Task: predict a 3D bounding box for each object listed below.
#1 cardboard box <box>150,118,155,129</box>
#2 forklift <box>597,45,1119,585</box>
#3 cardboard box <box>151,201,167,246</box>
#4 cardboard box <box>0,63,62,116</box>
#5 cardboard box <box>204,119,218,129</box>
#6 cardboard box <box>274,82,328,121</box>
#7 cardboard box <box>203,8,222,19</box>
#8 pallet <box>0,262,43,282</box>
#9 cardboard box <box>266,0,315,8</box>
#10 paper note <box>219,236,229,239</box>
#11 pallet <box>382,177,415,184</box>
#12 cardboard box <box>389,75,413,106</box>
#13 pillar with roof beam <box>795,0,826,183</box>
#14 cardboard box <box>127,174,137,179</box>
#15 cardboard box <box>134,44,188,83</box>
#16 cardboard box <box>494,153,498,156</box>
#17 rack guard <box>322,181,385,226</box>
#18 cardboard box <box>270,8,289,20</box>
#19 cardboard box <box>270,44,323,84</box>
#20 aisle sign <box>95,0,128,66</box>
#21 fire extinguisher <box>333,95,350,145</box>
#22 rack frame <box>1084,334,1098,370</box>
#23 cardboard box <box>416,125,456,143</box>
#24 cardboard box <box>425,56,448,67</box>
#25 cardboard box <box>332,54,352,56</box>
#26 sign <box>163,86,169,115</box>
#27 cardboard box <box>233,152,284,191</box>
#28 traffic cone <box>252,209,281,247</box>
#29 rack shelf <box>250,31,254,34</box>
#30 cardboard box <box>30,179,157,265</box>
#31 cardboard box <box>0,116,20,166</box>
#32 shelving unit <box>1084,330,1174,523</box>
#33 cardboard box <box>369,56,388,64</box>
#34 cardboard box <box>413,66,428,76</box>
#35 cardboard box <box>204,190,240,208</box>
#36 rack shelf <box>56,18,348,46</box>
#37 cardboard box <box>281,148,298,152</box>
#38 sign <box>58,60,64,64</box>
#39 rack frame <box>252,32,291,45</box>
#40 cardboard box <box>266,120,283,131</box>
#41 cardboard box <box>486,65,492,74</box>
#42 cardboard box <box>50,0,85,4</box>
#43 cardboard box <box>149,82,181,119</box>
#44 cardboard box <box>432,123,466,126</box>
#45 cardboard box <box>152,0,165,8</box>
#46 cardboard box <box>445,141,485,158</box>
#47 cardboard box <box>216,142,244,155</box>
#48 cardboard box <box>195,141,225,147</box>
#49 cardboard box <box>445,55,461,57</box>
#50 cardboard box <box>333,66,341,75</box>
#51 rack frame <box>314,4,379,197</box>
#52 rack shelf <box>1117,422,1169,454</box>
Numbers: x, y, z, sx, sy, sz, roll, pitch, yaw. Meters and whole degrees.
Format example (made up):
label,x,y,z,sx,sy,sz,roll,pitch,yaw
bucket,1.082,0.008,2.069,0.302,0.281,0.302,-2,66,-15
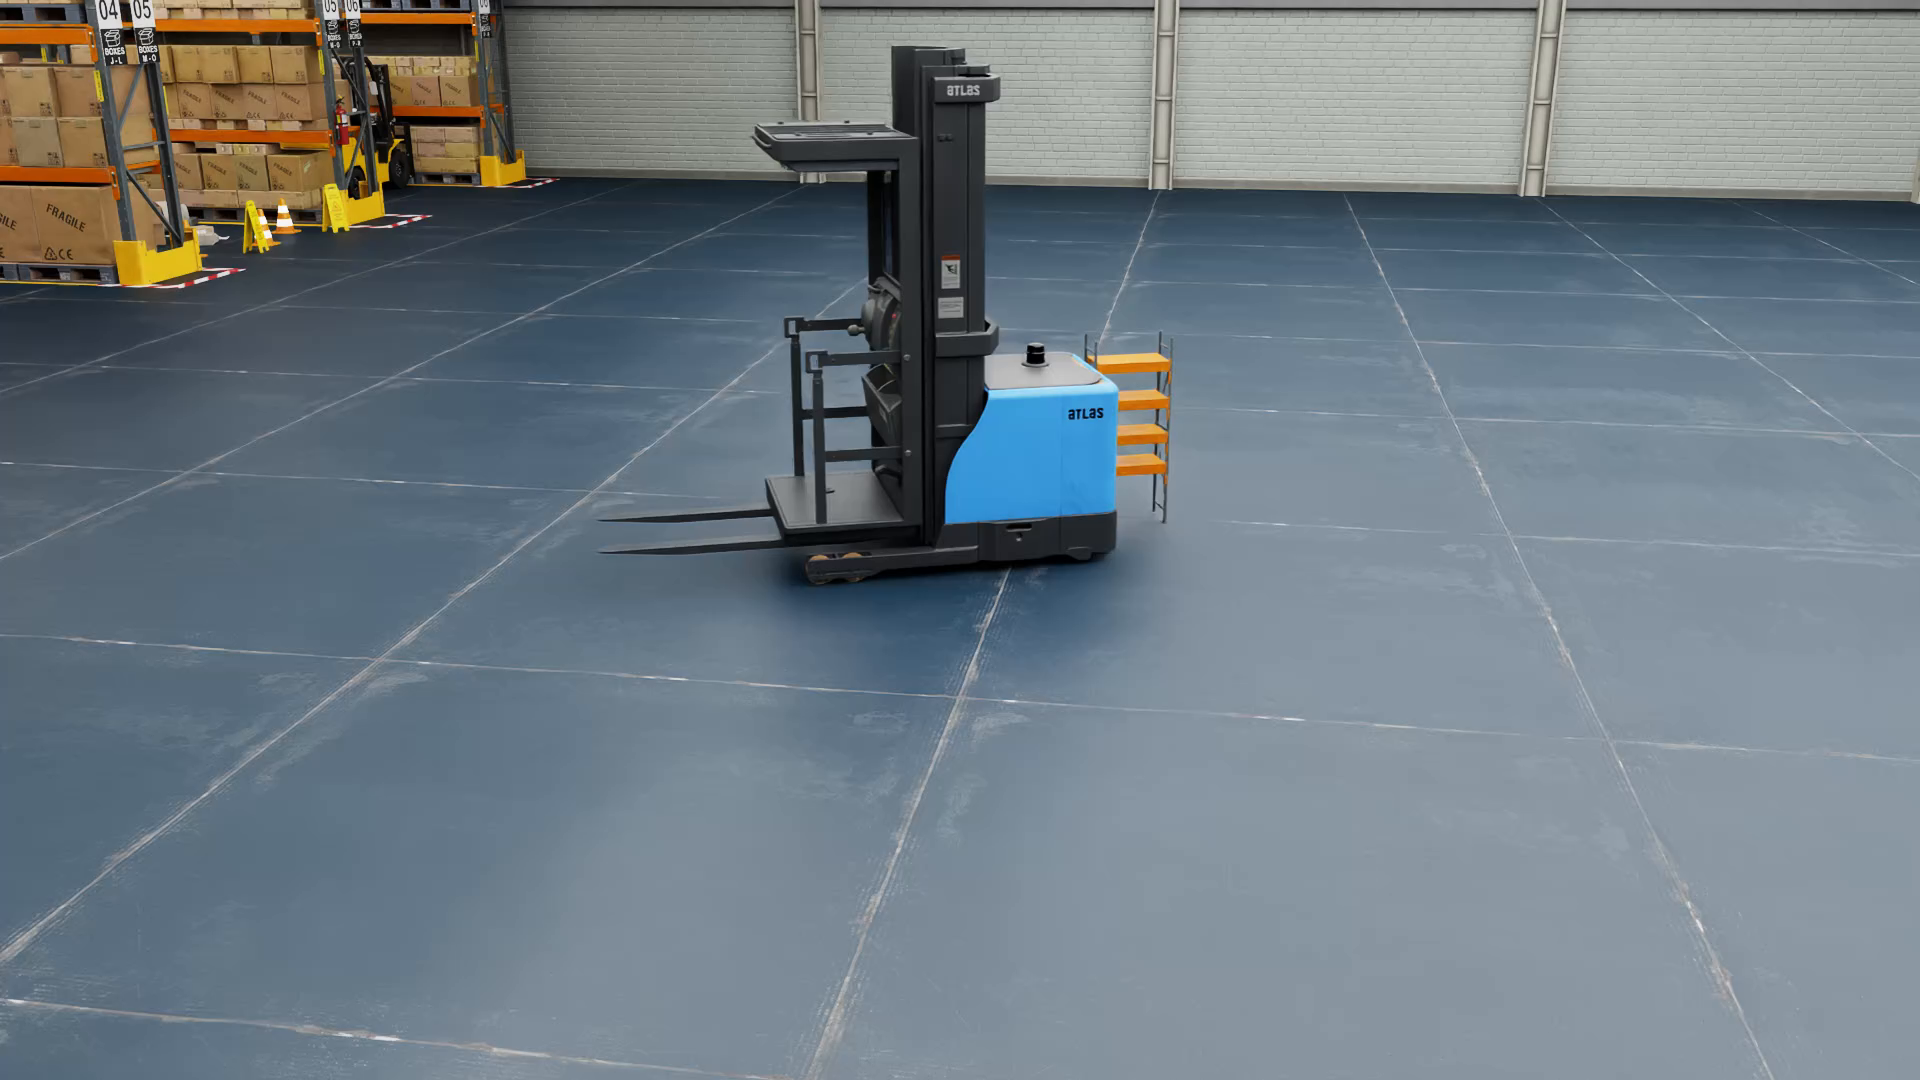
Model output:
label,x,y,z,sx,sy,sz,roll,pitch,yaw
cardboard box,-11.638,-6.013,23.941,0.250,0.149,0.380,3,19,10
forklift,-0.637,-1.318,9.622,3.031,2.935,1.130,-4,19,-12
cardboard box,-10.848,-4.182,22.008,0.637,0.503,0.797,-11,21,-29
cardboard box,-10.847,-5.198,19.173,0.550,0.550,0.875,3,19,9
cardboard box,-10.622,-5.986,23.862,0.250,0.149,0.380,3,19,9
cardboard box,-9.292,-6.200,23.479,0.500,0.500,0.500,3,19,8
cardboard box,-10.369,-7.377,23.293,0.250,0.149,0.380,2,19,7
pallet,-11.401,-3.270,19.743,1.213,0.211,1.003,3,19,9
cardboard box,-9.260,-7.504,23.044,0.500,0.250,0.500,3,19,8
paper note,-9.961,-4.086,22.468,0.142,0.019,0.148,-3,19,-10
pallet,-9.892,-6.391,29.070,1.213,0.211,1.003,3,19,9
cardboard box,-9.473,-7.670,28.342,0.500,0.500,0.500,3,19,8
pillar with roof beam,-3.232,-9.137,23.430,0.400,9.000,9.100,3,19,9
cardboard box,-12.122,-5.408,24.229,0.500,0.500,0.500,4,19,11
cardboard box,-11.269,-6.778,23.631,0.500,0.500,0.700,3,19,7
cardboard box,-8.383,-6.607,28.993,0.500,0.250,0.500,3,19,9
rack guard,-8.787,-4.889,24.126,0.348,0.500,1.175,3,19,9
cardboard box,-9.360,-7.306,23.081,0.250,0.149,0.380,3,19,9
cardboard box,-9.251,-6.690,23.369,0.500,0.500,0.700,2,19,7
aisle sign,-9.375,-5.650,18.364,0.004,0.787,0.394,3,19,9
fire extinguisher,-8.673,-5.884,23.282,0.183,0.674,0.296,3,19,9
rack frame,0.809,-0.680,10.444,0.015,1.200,0.240,-4,19,-12
cardboard box,-8.938,-6.944,28.426,0.500,0.250,0.500,3,19,10
cardboard box,-8.827,-8.081,28.079,0.250,0.149,0.380,3,19,10
cardboard box,-10.753,-8.374,28.954,0.250,0.149,0.380,3,19,8
sign,-9.304,-5.136,19.437,0.005,0.325,0.100,3,19,9
cardboard box,-10.061,-5.305,23.921,0.500,0.500,0.500,4,19,11
traffic cone,-9.182,-4.120,21.887,0.334,0.463,0.336,3,19,9
rack shelf,-13.853,-9.009,28.907,4.000,0.370,1.077,3,19,9
cardboard box,-10.078,-3.719,19.379,0.875,0.875,0.875,3,19,9
cardboard box,-10.851,-4.678,19.322,0.550,0.550,0.875,3,19,9
shelving unit,1.047,-0.696,10.494,0.503,1.200,0.258,-4,19,-12
cardboard box,-9.831,-8.149,28.282,0.250,0.149,0.380,3,19,9
cardboard box,-9.062,-7.962,28.192,0.250,0.149,0.380,3,19,8
cardboard box,-10.581,-4.975,24.116,0.500,0.250,0.500,2,19,7
rack shelf,-10.687,-7.252,23.657,4.000,0.370,1.077,3,19,9
cardboard box,-10.005,-5.474,24.427,0.500,0.500,0.500,2,19,7
sign,-12.746,-6.647,23.616,0.005,0.325,0.100,3,19,9
rack frame,-11.878,-7.827,28.968,0.127,3.000,1.000,3,19,9
cardboard box,-9.633,-5.901,23.607,0.250,0.149,0.380,3,19,8
cardboard box,-8.223,-8.079,28.542,0.250,0.149,0.380,2,19,7
cardboard box,-9.780,-5.975,18.282,0.250,0.149,0.380,3,19,9
cardboard box,-11.279,-6.303,23.788,0.500,0.500,0.500,3,19,8
cardboard box,-8.867,-7.102,28.899,0.500,0.250,0.500,3,19,9
cardboard box,-11.268,-7.604,23.342,0.500,0.250,0.500,3,19,9
cardboard box,-8.459,-6.684,28.437,0.500,0.250,0.500,3,19,8
cardboard box,-10.426,-5.612,23.817,0.250,0.149,0.380,4,19,11
cardboard box,-13.160,-6.964,29.470,0.625,0.625,0.875,3,19,8
cardboard box,-8.742,-8.238,28.548,0.250,0.149,0.380,3,19,10
cardboard box,-10.597,-8.017,28.357,0.250,0.149,0.380,3,19,8
rack frame,-8.712,-6.070,23.718,0.127,3.000,1.000,3,19,9
rack shelf,1.047,-0.633,10.515,0.480,0.148,0.258,-4,19,-12
